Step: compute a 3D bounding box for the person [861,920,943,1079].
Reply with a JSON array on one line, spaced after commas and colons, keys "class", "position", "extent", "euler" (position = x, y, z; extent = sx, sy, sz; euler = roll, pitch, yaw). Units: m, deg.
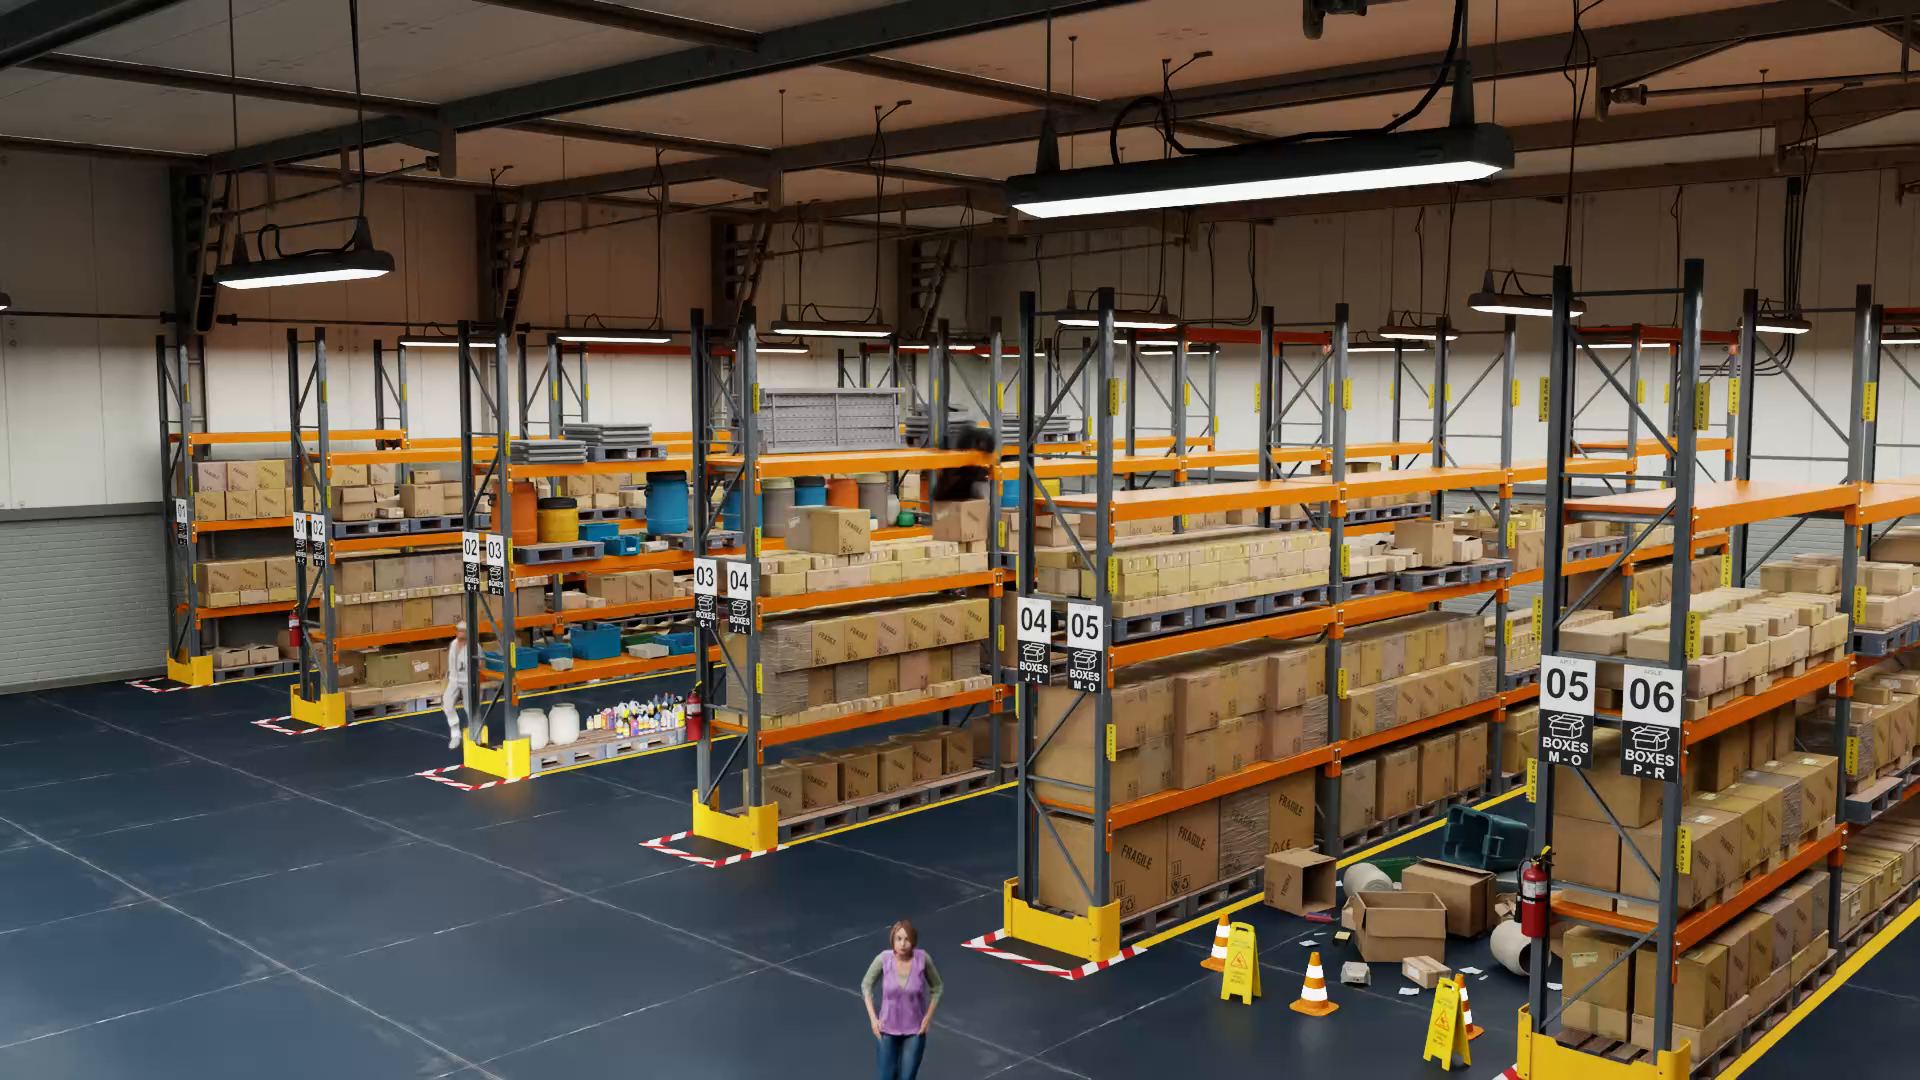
[{"class": "person", "position": [-0.396, 3.336, 11.382], "extent": [0.560, 1.566, 0.573], "euler": [0, 5, -2]}]

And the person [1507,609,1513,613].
[{"class": "person", "position": [8.447, 1.894, 25.823], "extent": [0.632, 1.727, 0.882], "euler": [5, 7, 41]}]

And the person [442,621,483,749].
[{"class": "person", "position": [-7.078, 2.062, 23.669], "extent": [0.632, 1.829, 0.754], "euler": [1, 5, 11]}]
